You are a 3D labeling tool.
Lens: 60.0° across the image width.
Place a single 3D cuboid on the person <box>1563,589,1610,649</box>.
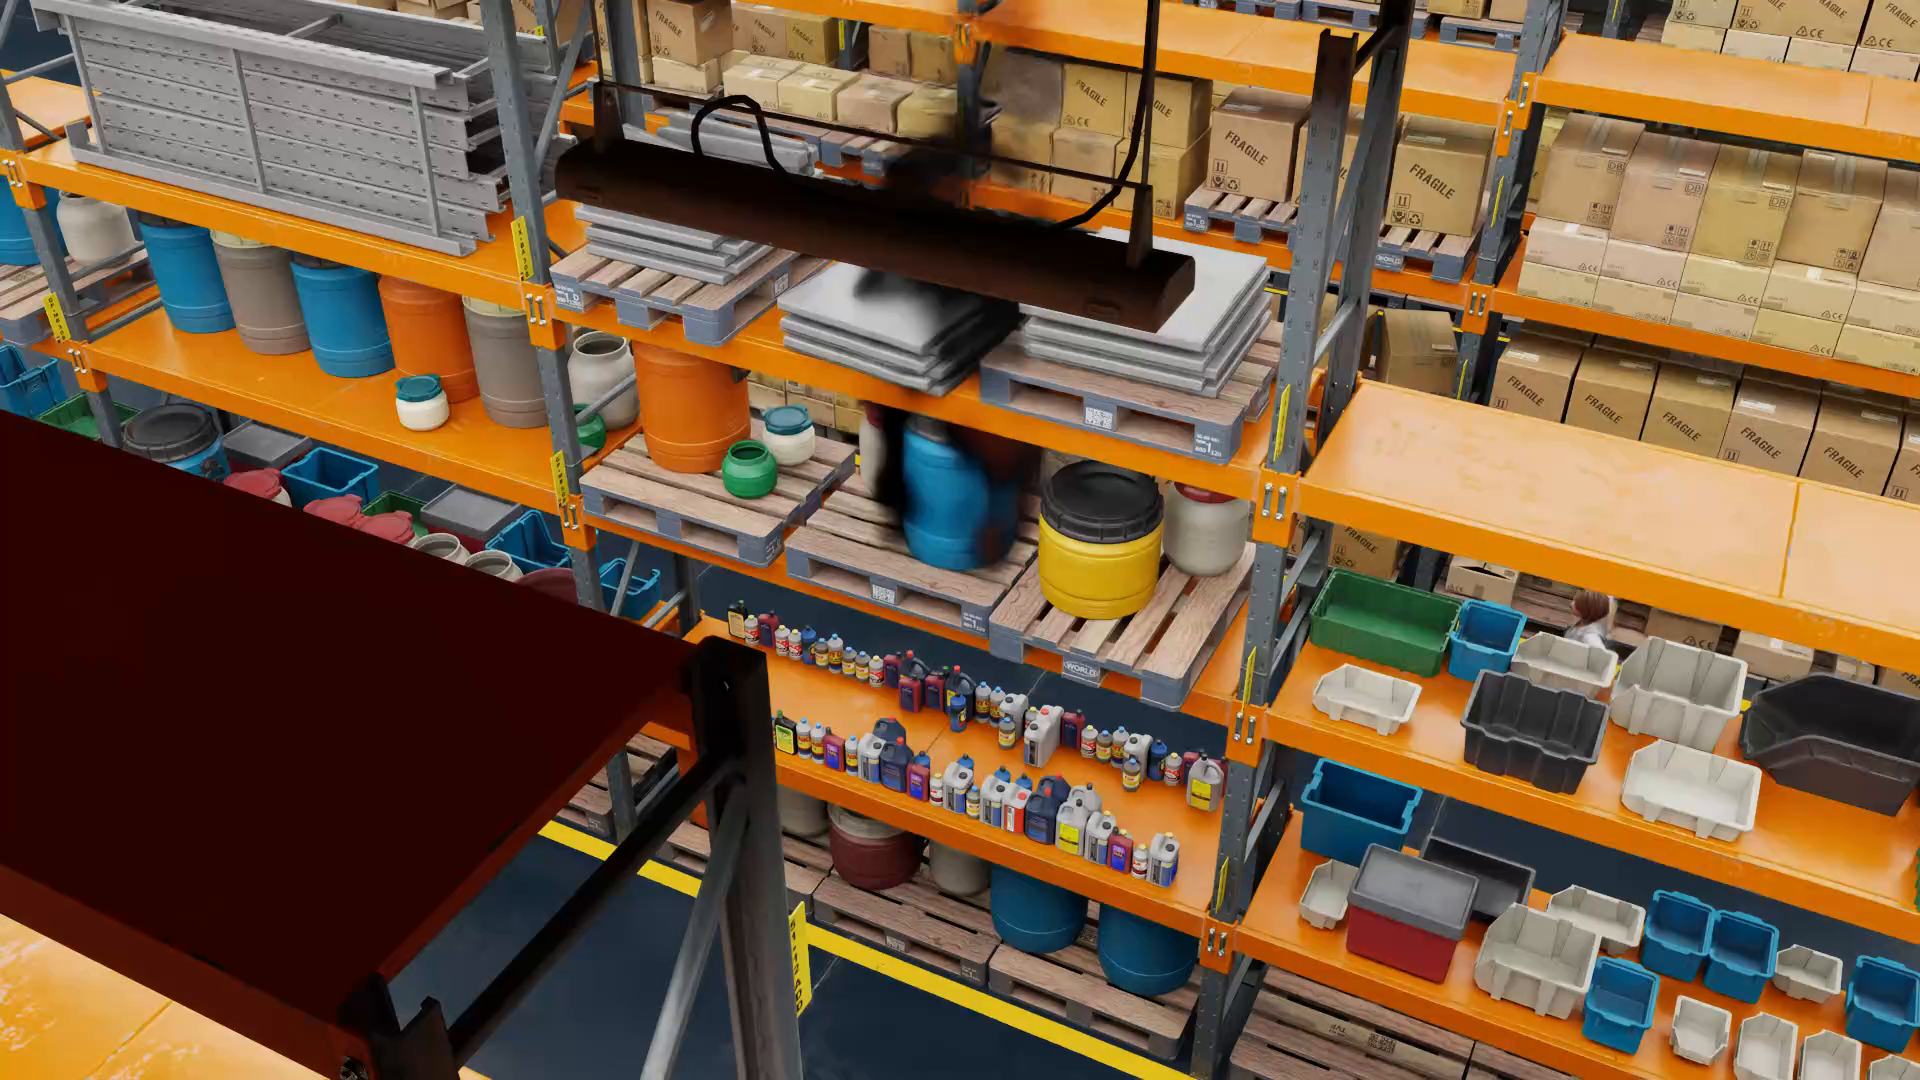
[{"bbox_3d":[4.059,0.937,11.008,0.544,1.451,0.567,14,37,19],"label":"person"}]
